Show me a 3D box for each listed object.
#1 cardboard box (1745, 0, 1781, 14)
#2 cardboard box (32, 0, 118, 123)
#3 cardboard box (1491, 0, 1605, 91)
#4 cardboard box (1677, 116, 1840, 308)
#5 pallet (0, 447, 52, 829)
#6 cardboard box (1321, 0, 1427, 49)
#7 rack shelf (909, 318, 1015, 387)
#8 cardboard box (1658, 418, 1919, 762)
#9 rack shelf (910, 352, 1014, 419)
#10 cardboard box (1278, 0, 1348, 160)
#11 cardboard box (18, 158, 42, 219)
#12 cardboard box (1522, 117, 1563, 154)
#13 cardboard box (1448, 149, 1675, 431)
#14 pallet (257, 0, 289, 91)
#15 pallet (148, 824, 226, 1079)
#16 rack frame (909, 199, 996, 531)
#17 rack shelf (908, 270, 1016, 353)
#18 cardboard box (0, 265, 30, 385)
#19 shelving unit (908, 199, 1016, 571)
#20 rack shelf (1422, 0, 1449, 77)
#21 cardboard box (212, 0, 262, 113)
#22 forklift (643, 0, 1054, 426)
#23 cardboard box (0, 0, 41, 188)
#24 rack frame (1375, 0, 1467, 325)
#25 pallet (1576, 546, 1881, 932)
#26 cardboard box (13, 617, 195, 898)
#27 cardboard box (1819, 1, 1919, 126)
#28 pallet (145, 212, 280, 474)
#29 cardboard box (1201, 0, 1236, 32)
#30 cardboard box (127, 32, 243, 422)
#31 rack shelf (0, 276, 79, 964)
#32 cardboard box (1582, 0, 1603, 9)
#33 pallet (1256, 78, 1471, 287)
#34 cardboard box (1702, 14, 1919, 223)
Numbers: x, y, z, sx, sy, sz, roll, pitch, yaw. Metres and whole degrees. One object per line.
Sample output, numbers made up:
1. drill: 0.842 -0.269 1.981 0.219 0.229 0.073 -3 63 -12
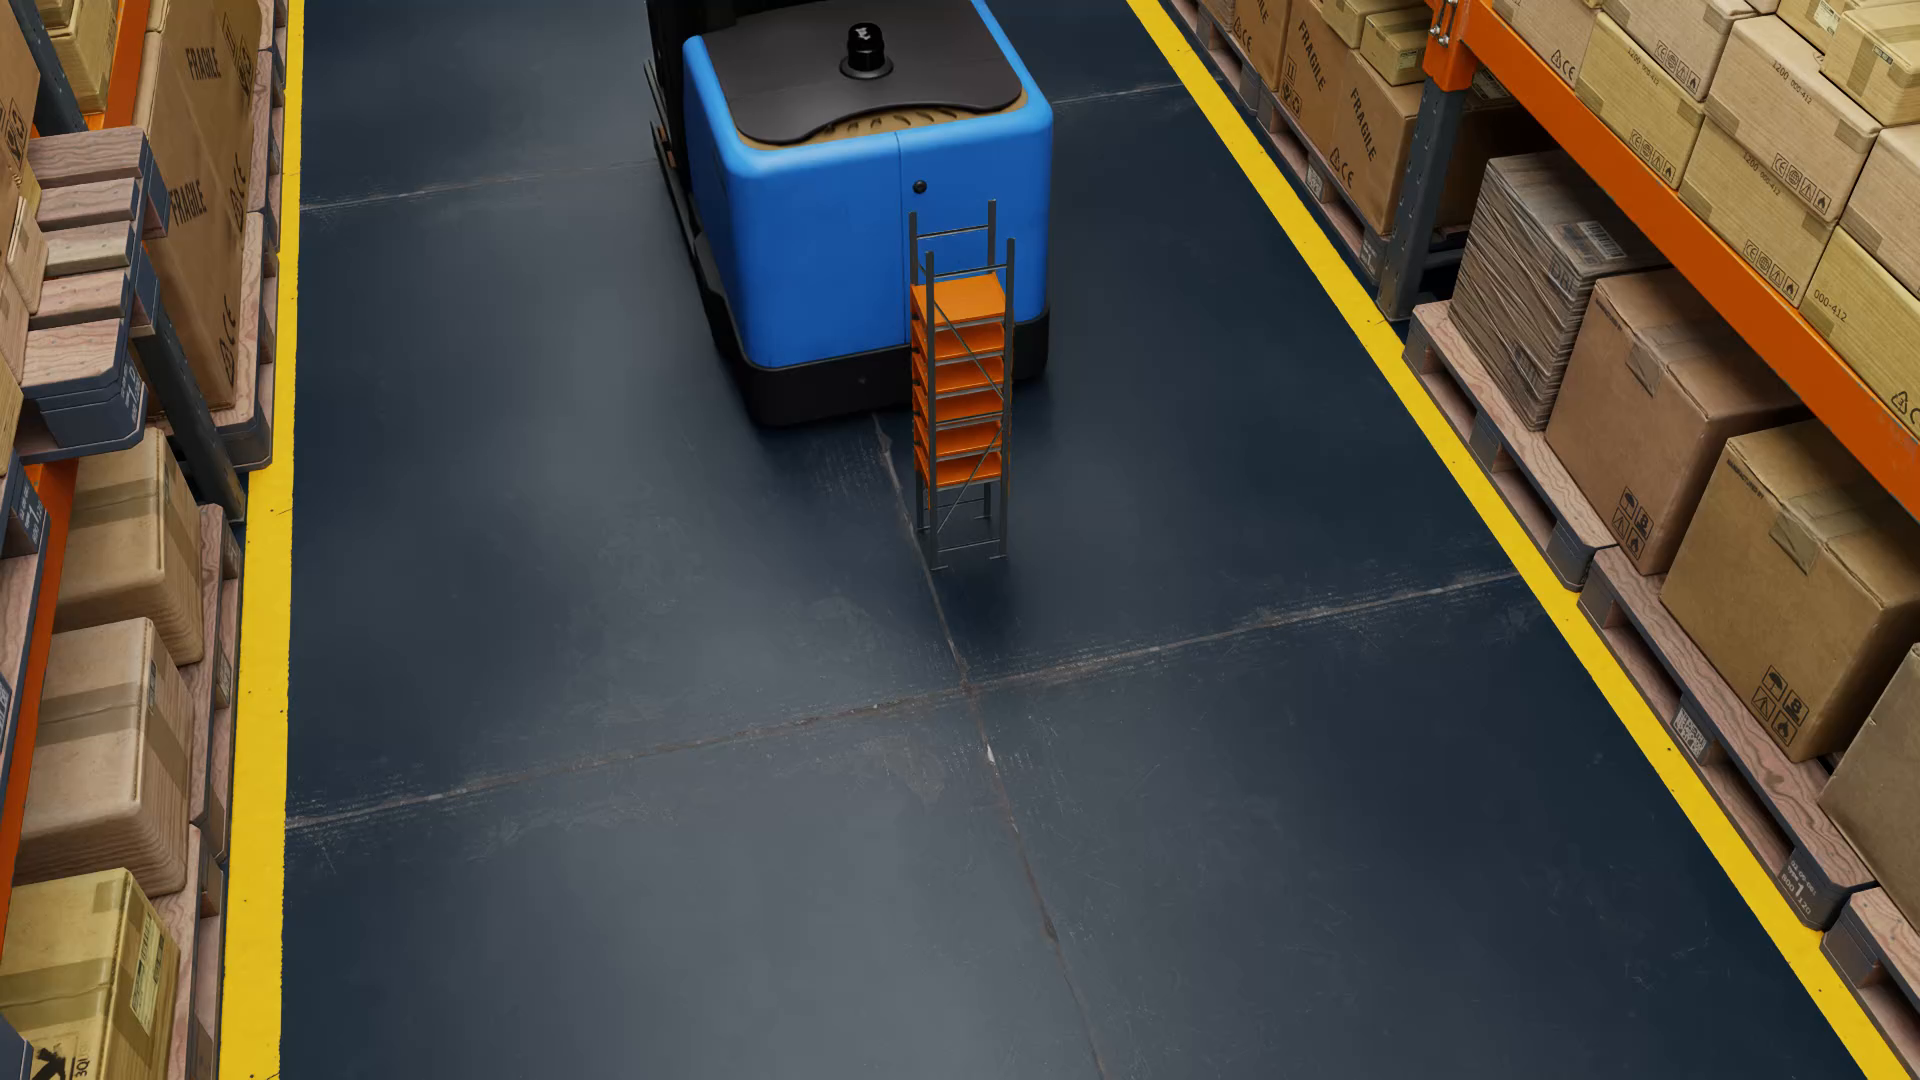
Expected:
1. cardboard box: 2.056 -1.417 4.014 0.380 0.149 0.250 -10 46 -10
2. cardboard box: -2.660 -1.385 4.612 0.500 0.250 0.500 -11 47 -11
3. cardboard box: 1.897 -1.560 4.783 0.500 0.250 0.500 -11 47 -10
4. cardboard box: 2.160 -0.857 4.095 0.500 0.250 0.500 -12 47 -12
5. pallet: -2.231 0.373 2.918 1.003 0.211 1.213 -11 47 -10
6. cardboard box: 1.549 -1.940 6.053 0.380 0.149 0.250 -13 47 -12
7. rack shelf: 0.004 -0.547 4.672 0.258 0.103 0.180 -11 47 -10
8. cardboard box: 2.514 0.068 4.451 0.875 0.625 0.625 -12 47 -12
9. rack shelf: 0.004 -0.463 4.758 0.258 0.103 0.180 -11 47 -10
10. cardboard box: 1.586 -1.836 6.405 0.500 0.500 0.500 -11 47 -11
11. cardboard box: -2.327 -0.757 3.774 0.380 0.149 0.250 -10 46 -10
12. cardboard box: 2.183 -1.578 6.152 0.500 0.500 0.500 -9 46 -9
13. cardboard box: 2.166 -0.846 5.348 0.875 0.625 0.625 -9 46 -9
14. pallet: -3.531 -2.320 7.376 1.003 0.211 1.213 -11 47 -10
15. pallet: -2.270 1.303 3.825 1.003 0.211 1.213 -11 47 -10
16. rack frame: -0.020 -0.473 4.874 0.240 1.200 0.006 -11 47 -10
17. rack shelf: 0.004 -0.631 4.586 0.258 0.103 0.180 -11 47 -10
18. cardboard box: -2.163 -0.416 3.439 0.380 0.149 0.250 -13 47 -12
19. shelving unit: 0.004 -0.410 4.812 0.258 1.200 0.189 -11 47 -10
20. rack shelf: 1.508 -3.092 6.684 1.077 0.370 4.000 -11 47 -10
21. cardboard box: -3.327 -2.183 6.482 0.875 0.875 0.875 -9 46 -9
22. forklift: -0.609 -2.478 5.626 1.130 2.935 3.031 -12 47 -12
23. cardboard box: -2.392 -1.076 3.632 0.500 0.500 0.500 -12 47 -11
24. rack frame: 2.020 -1.963 5.074 1.000 3.000 0.127 -11 47 -10
25. pallet: 2.502 0.429 4.682 1.003 0.211 1.213 -11 47 -10
26. cardboard box: -2.446 0.619 4.089 0.950 0.372 0.625 -12 47 -11
27. cardboard box: 2.157 -1.062 3.667 0.380 0.149 0.250 -10 46 -9
28. pallet: -2.906 -0.635 5.725 1.003 0.211 1.213 -11 47 -10
29. cardboard box: 1.298 -2.552 7.106 0.500 0.500 0.500 -12 47 -12
30. cardboard box: -2.874 -0.949 5.273 0.875 0.875 0.875 -11 47 -11
31. rack shelf: -2.265 0.579 3.086 1.077 0.370 4.000 -11 47 -10
32. cardboard box: 1.873 -1.730 4.600 0.500 0.250 0.500 -11 47 -10
33. pallet: 1.865 -1.510 6.582 1.003 0.211 1.213 -11 47 -10
34. cardboard box: 2.141 -1.024 3.909 0.500 0.250 0.500 -12 47 -11
